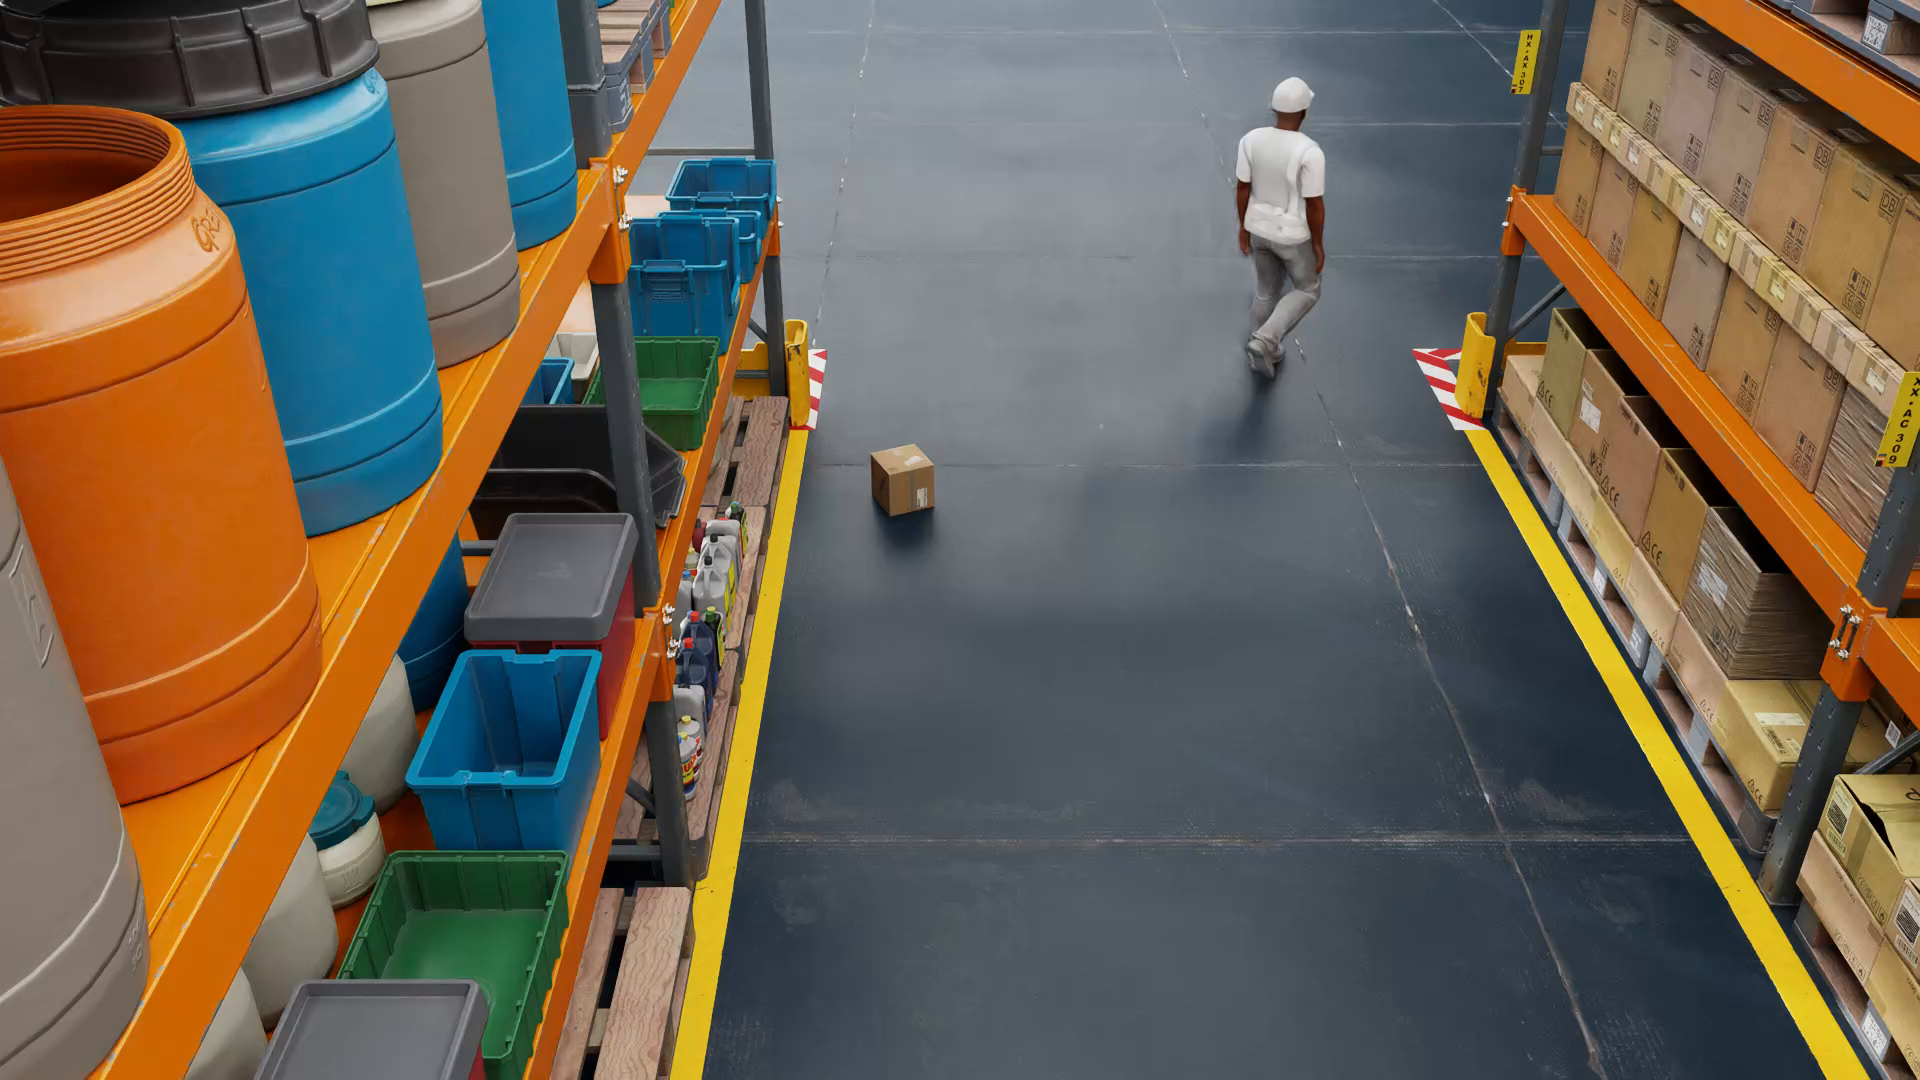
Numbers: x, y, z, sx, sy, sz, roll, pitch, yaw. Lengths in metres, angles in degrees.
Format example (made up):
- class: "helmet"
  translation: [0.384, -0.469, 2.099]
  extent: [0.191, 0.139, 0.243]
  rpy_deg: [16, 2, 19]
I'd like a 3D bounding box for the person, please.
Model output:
- class: "person"
  translation: [1.813, -1.743, 9.431]
  extent: [0.582, 1.754, 0.575]
  rpy_deg: [27, 41, 37]
